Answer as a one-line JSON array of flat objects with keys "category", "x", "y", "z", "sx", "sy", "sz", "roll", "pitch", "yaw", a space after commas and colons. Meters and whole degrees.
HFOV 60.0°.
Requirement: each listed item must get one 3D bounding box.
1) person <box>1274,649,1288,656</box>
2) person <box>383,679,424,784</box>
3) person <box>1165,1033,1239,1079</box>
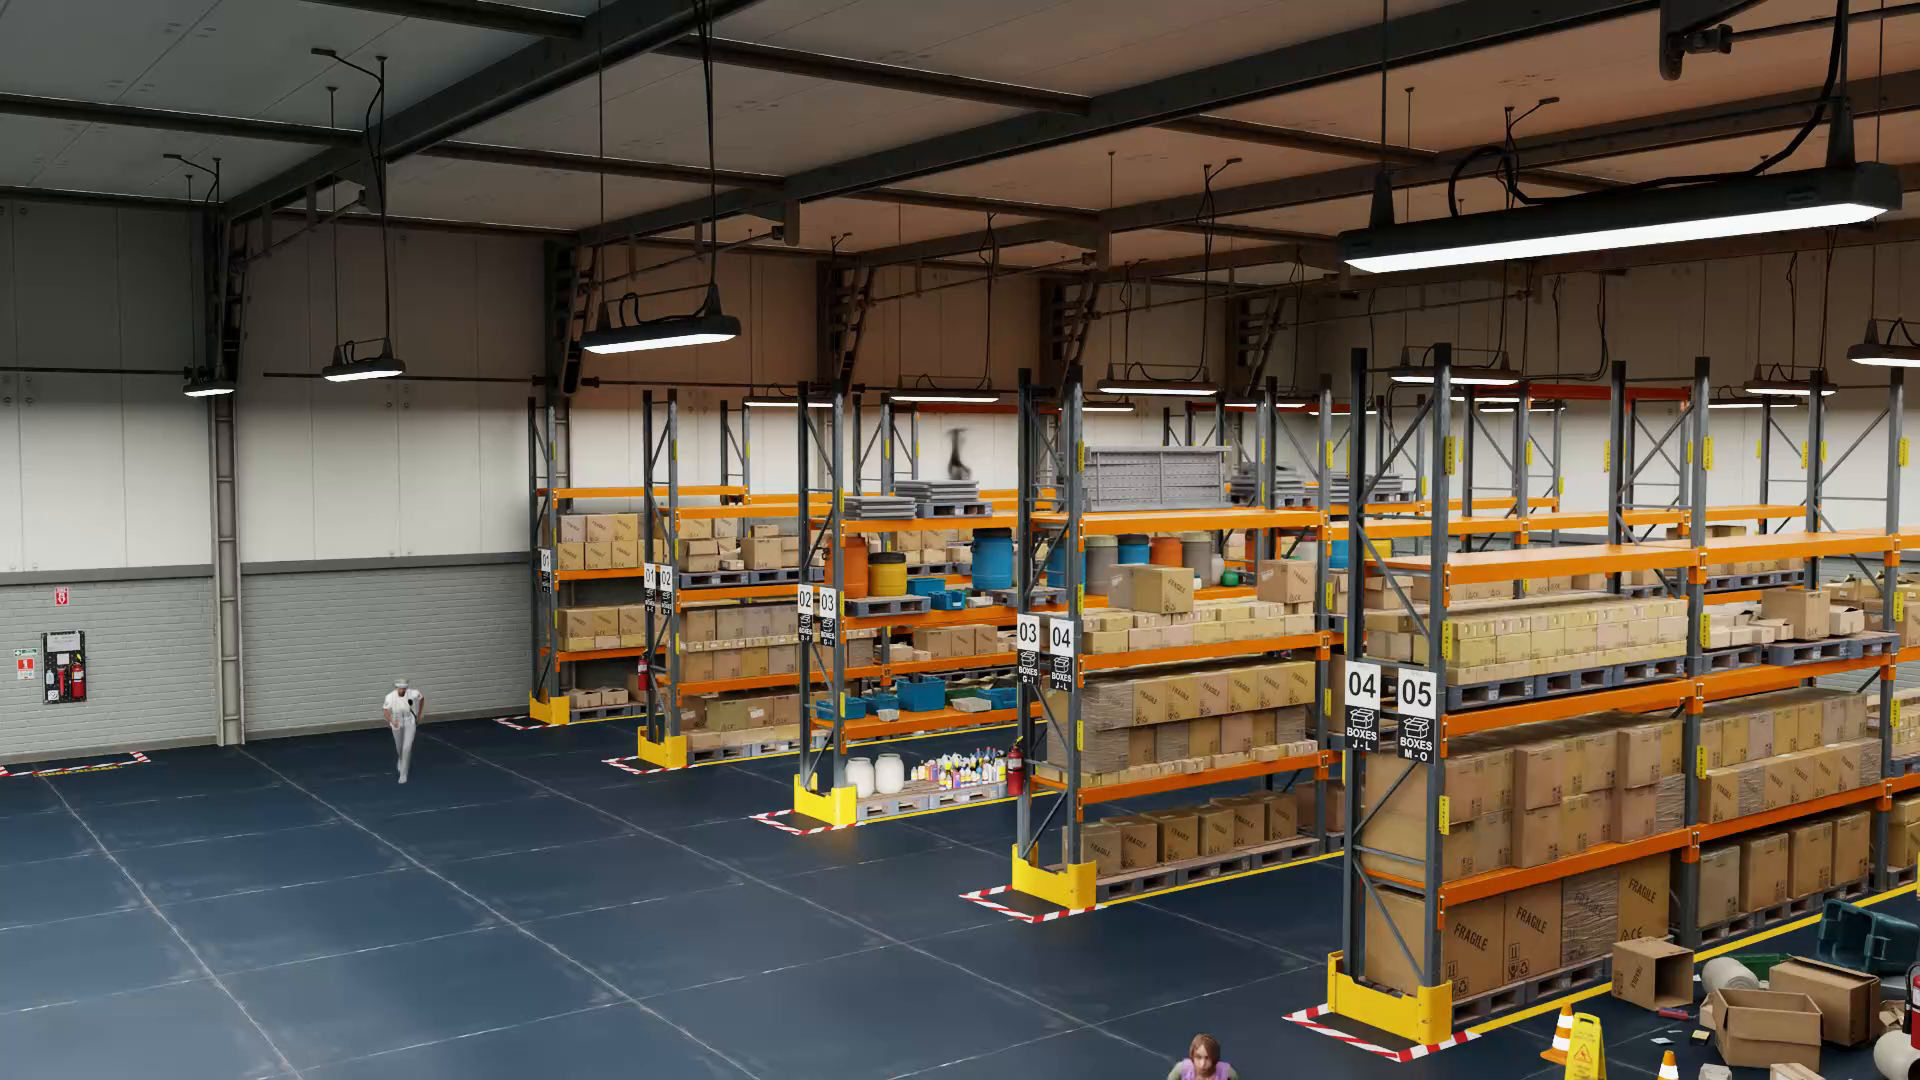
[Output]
[{"category": "person", "x": 6.386, "y": 2.440, "z": 32.533, "sx": 0.842, "sy": 1.667, "sz": 0.658, "roll": -3, "pitch": 4, "yaw": -41}, {"category": "person", "x": -8.552, "y": 2.884, "z": 25.561, "sx": 0.611, "sy": 1.625, "sz": 0.982, "roll": -1, "pitch": 4, "yaw": -21}, {"category": "person", "x": 1.548, "y": 3.800, "z": 10.495, "sx": 0.532, "sy": 1.537, "sz": 0.658, "roll": 1, "pitch": 3, "yaw": 9}]
